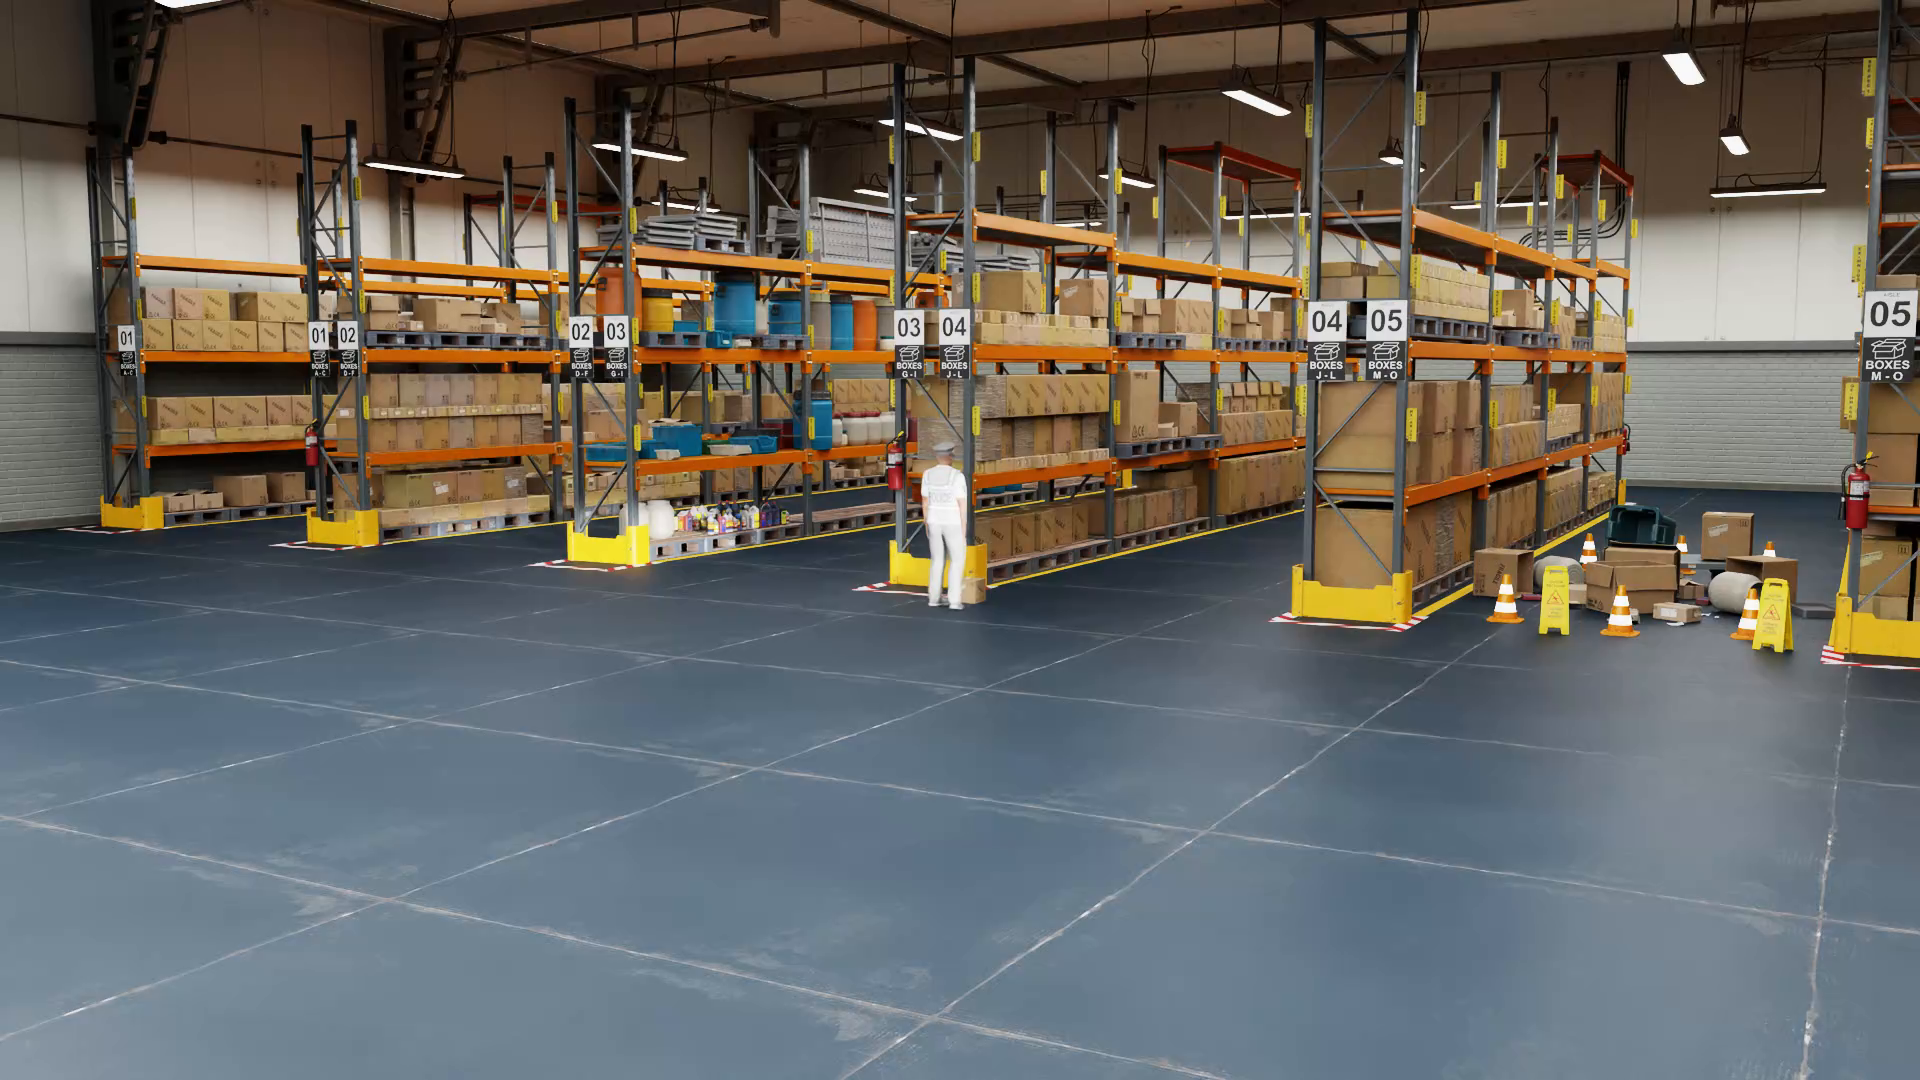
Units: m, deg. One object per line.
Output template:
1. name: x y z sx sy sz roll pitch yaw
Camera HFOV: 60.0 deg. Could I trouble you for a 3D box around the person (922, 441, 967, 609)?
1. person: -0.144 -0.150 17.619 0.528 1.785 0.400 3 7 30
